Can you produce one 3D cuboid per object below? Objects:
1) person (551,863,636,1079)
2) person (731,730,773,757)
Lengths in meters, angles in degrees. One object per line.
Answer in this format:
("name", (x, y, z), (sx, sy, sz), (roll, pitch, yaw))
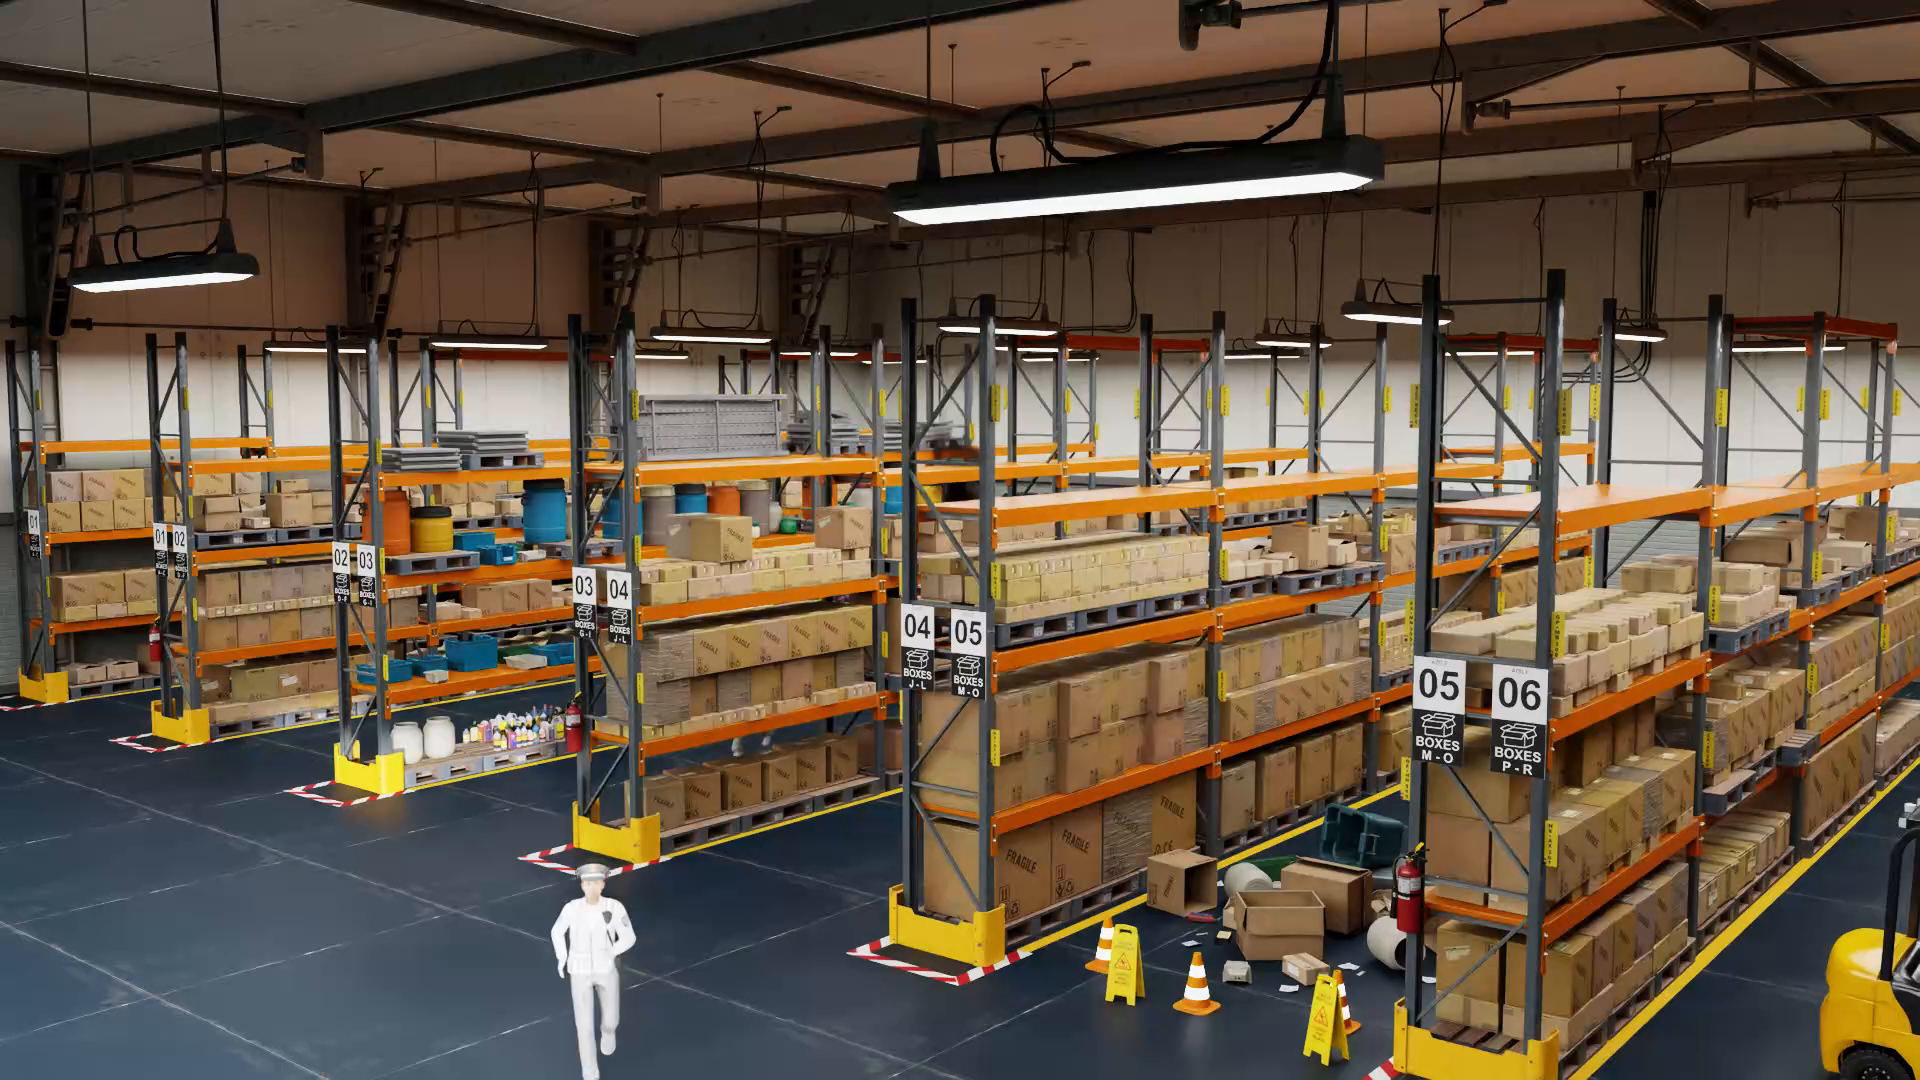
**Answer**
("person", (-2.732, 3.217, 12.406), (0.626, 1.661, 0.839), (-1, 5, -11))
("person", (-2.984, 2.343, 23.480), (0.570, 1.430, 1.008), (3, 6, 32))
